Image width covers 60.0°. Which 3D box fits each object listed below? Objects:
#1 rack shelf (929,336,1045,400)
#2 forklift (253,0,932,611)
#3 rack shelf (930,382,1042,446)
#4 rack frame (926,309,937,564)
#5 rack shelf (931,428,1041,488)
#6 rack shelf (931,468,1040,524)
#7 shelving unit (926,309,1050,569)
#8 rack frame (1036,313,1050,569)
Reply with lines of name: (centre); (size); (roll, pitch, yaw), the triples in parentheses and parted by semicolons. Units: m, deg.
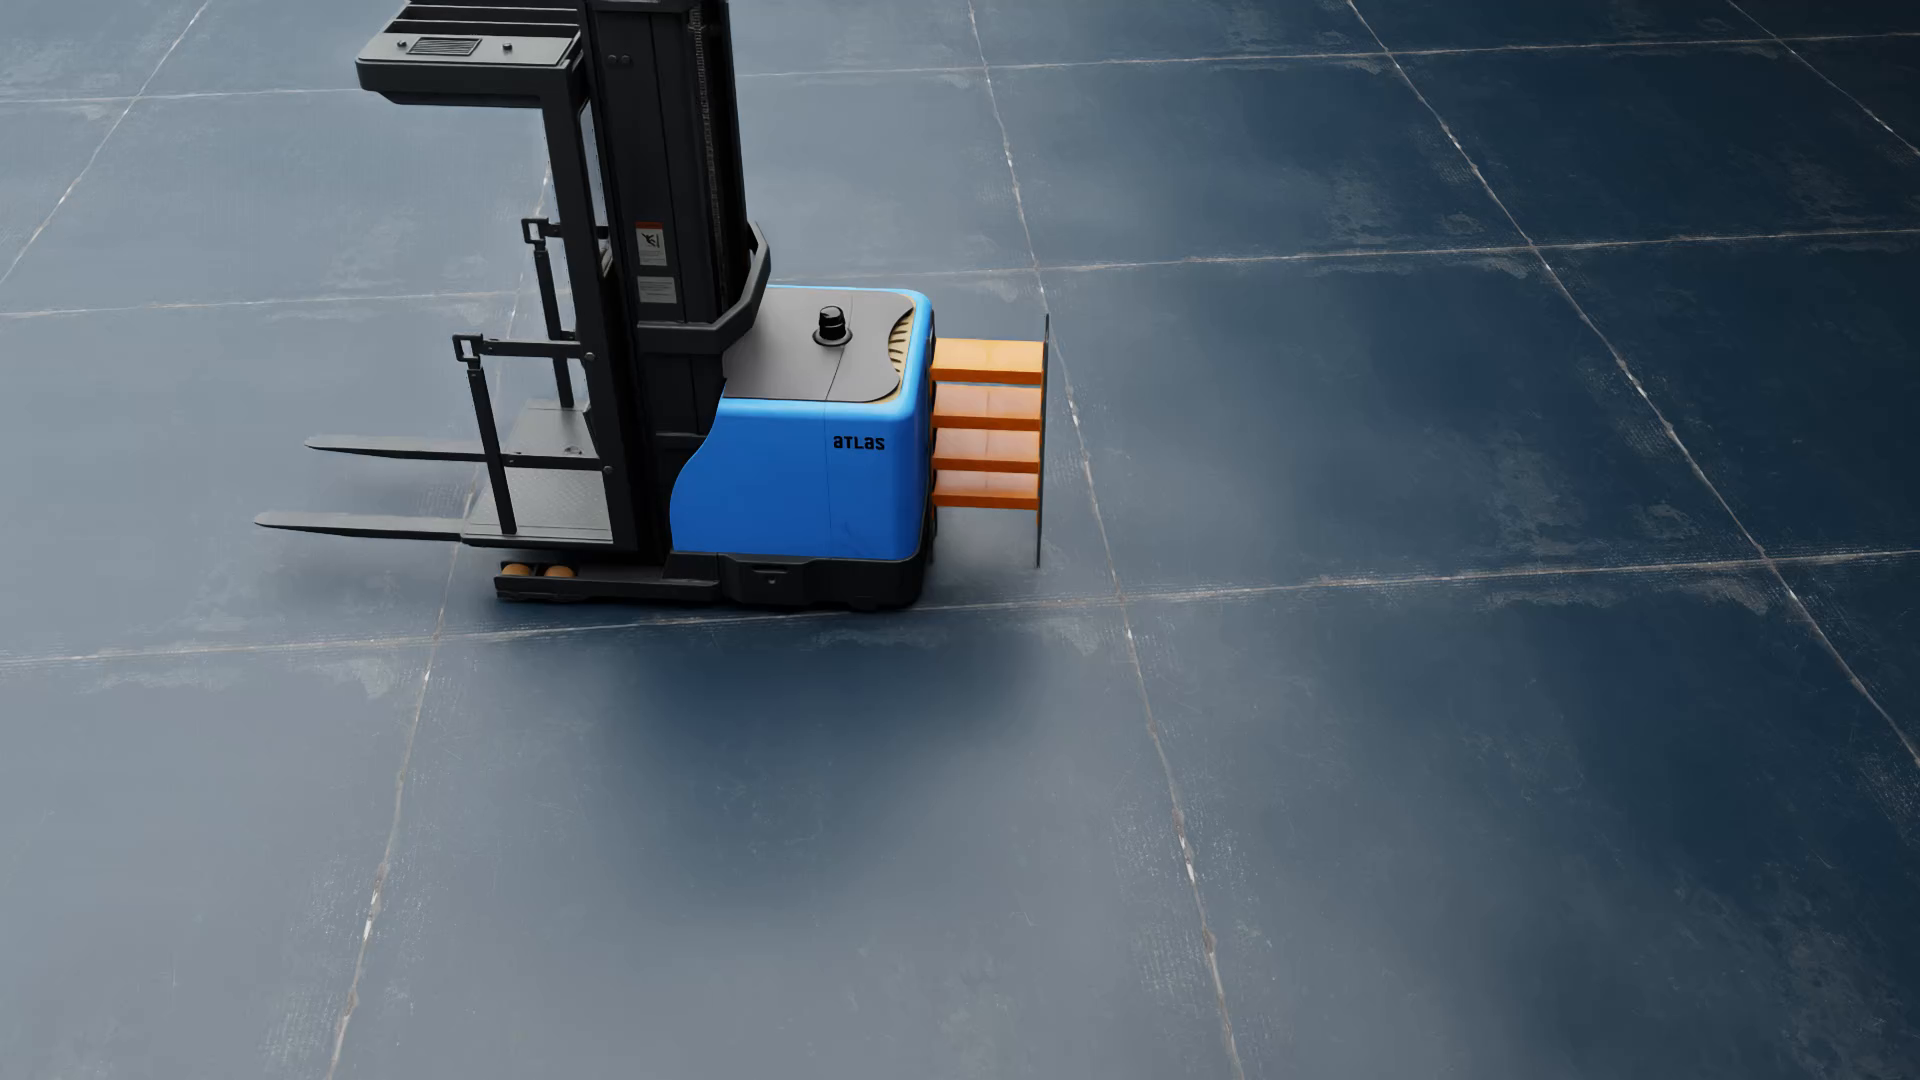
rack shelf: (0.120, -0.733, 7.076); (0.480, 0.148, 0.258); (2, 38, 3)
forklift: (-1.654, -1.196, 6.899); (3.031, 2.935, 1.130); (2, 38, 3)
rack shelf: (0.120, -0.548, 7.223); (0.480, 0.148, 0.258); (2, 38, 3)
rack frame: (-0.124, -0.435, 7.333); (0.015, 1.200, 0.240); (2, 38, 3)
rack shelf: (0.120, -0.372, 7.361); (0.480, 0.148, 0.258); (2, 38, 3)
rack shelf: (0.120, -0.216, 7.484); (0.480, 0.148, 0.258); (2, 38, 3)
shelving unit: (0.120, -0.425, 7.320); (0.503, 1.200, 0.258); (2, 38, 3)
rack frame: (0.363, -0.414, 7.306); (0.015, 1.200, 0.240); (2, 38, 3)
